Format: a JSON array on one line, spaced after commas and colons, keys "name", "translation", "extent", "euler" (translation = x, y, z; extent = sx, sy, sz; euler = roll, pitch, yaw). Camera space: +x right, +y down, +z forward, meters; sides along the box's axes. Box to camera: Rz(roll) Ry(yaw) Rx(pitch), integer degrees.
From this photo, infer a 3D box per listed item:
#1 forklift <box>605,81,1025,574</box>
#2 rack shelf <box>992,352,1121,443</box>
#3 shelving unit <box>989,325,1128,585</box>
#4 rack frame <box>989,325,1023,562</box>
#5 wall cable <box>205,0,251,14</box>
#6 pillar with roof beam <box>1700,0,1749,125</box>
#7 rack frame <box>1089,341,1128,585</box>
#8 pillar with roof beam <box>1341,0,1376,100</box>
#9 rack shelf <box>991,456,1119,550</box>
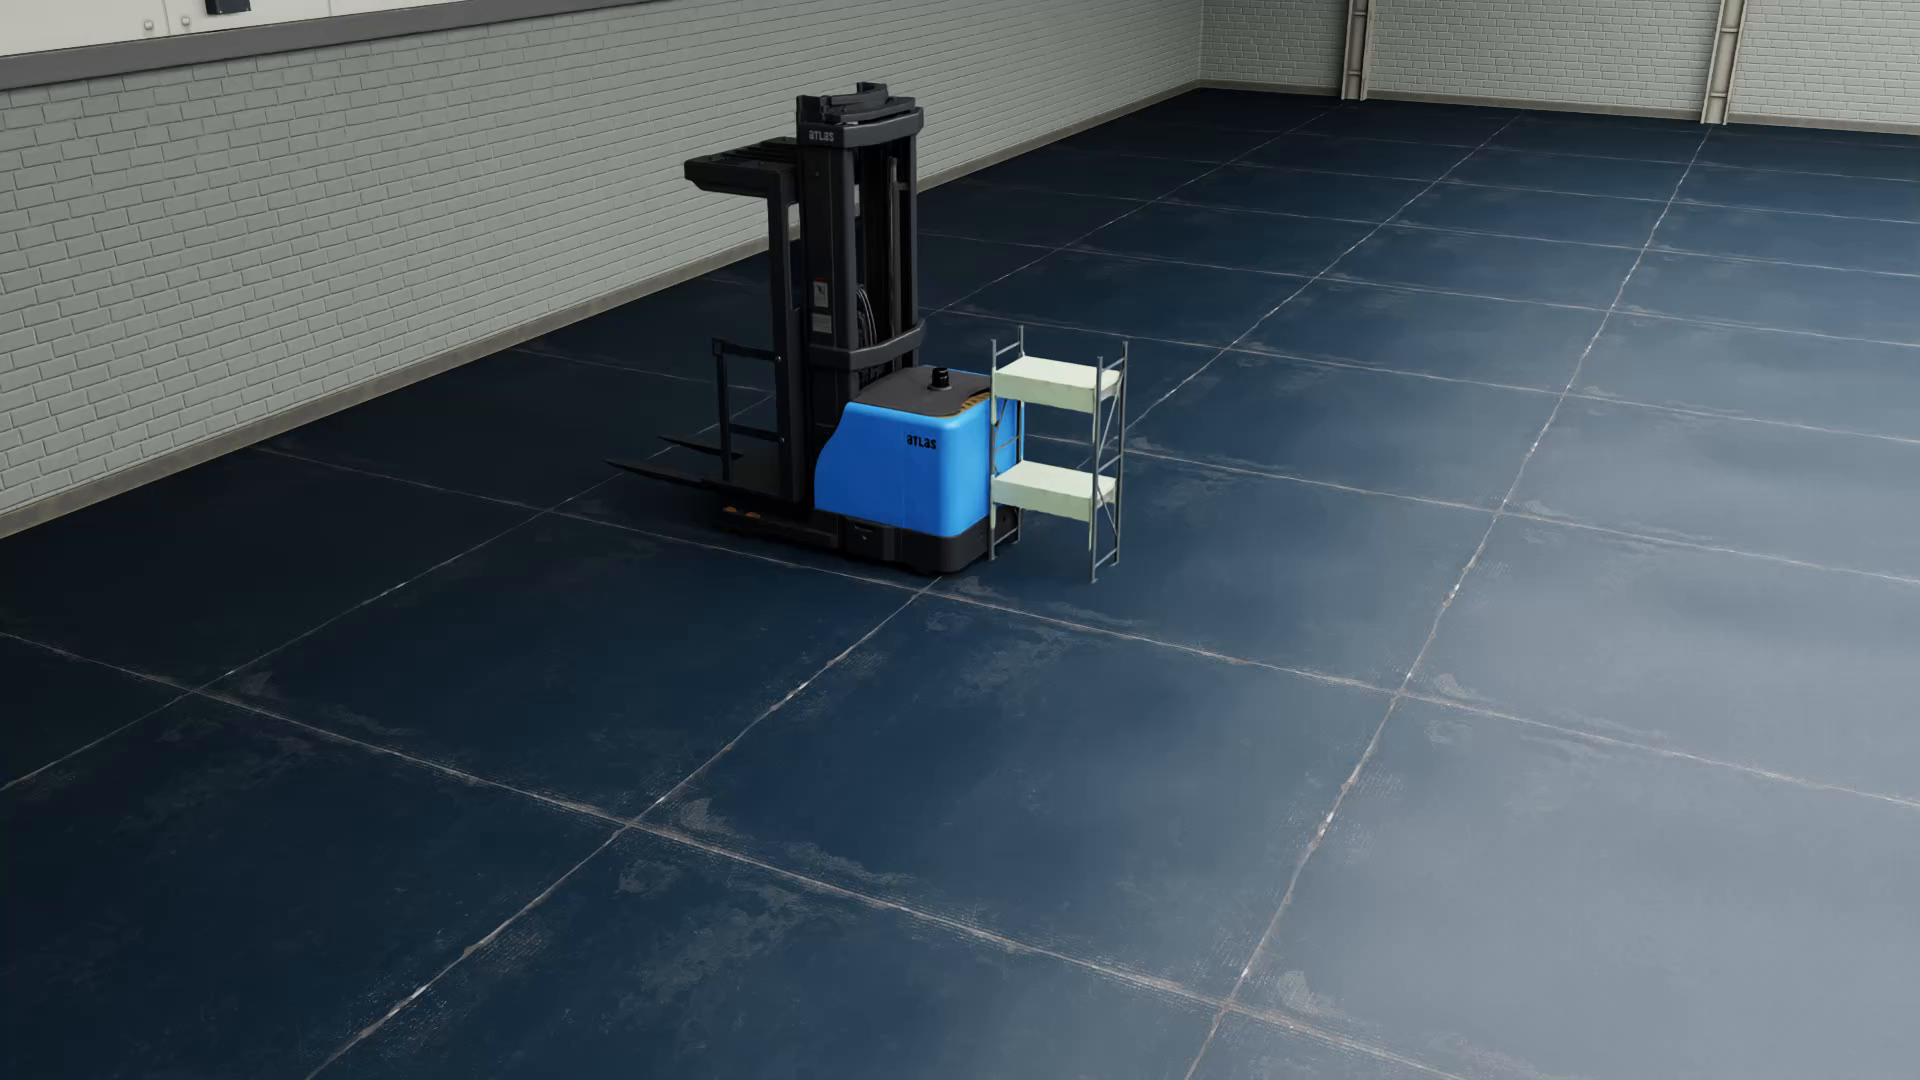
[{"name": "forklift", "translation": [-1.095, -1.535, 11.113], "extent": [3.031, 2.935, 1.130], "euler": [13, 26, 27]}, {"name": "rack shelf", "translation": [0.614, -0.904, 10.463], "extent": [0.720, 0.370, 0.431], "euler": [13, 26, 27]}, {"name": "shelving unit", "translation": [0.614, -0.545, 10.616], "extent": [0.755, 1.500, 0.431], "euler": [13, 26, 27]}, {"name": "rack frame", "translation": [0.297, -0.617, 10.784], "extent": [0.023, 1.500, 0.400], "euler": [13, 26, 27]}, {"name": "wall cable", "translation": [-4.855, -6.951, 11.752], "extent": [0.169, 6.003, 2.305], "euler": [11, 25, 25]}, {"name": "pillar with roof beam", "translation": [10.505, -9.530, 22.161], "extent": [0.400, 9.000, 9.100], "euler": [11, 25, 25]}, {"name": "rack frame", "translation": [0.932, -0.474, 10.448], "extent": [0.023, 1.500, 0.400], "euler": [13, 26, 27]}, {"name": "pillar with roof beam", "translation": [5.150, -10.590, 24.652], "extent": [0.400, 9.000, 9.100], "euler": [11, 25, 25]}, {"name": "rack shelf", "translation": [0.614, -0.245, 10.743], "extent": [0.720, 0.370, 0.431], "euler": [13, 26, 27]}]
